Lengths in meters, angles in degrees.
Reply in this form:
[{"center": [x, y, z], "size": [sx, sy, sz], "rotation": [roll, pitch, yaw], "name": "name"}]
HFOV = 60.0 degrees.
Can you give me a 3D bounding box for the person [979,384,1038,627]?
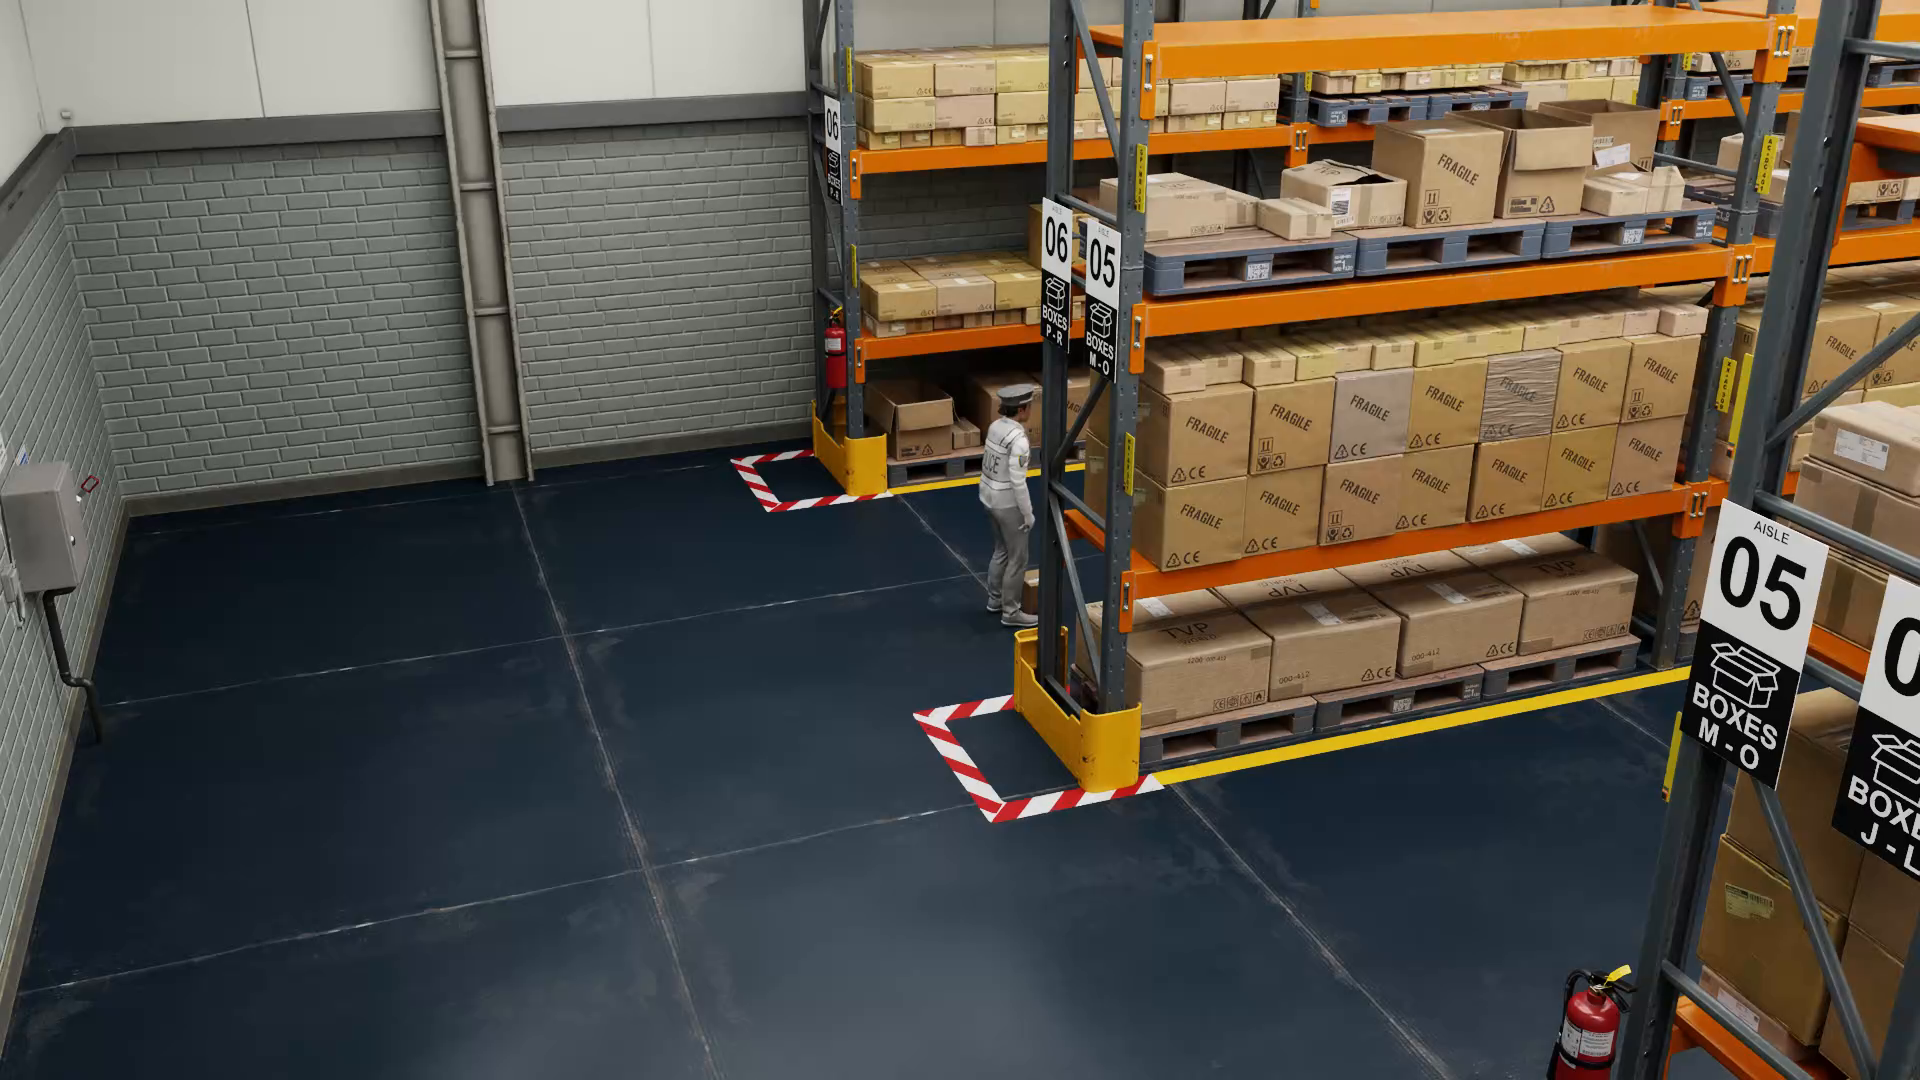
[{"center": [0.336, -0.246, 11.399], "size": [0.373, 1.664, 0.541], "rotation": [-9, 24, -21], "name": "person"}]
